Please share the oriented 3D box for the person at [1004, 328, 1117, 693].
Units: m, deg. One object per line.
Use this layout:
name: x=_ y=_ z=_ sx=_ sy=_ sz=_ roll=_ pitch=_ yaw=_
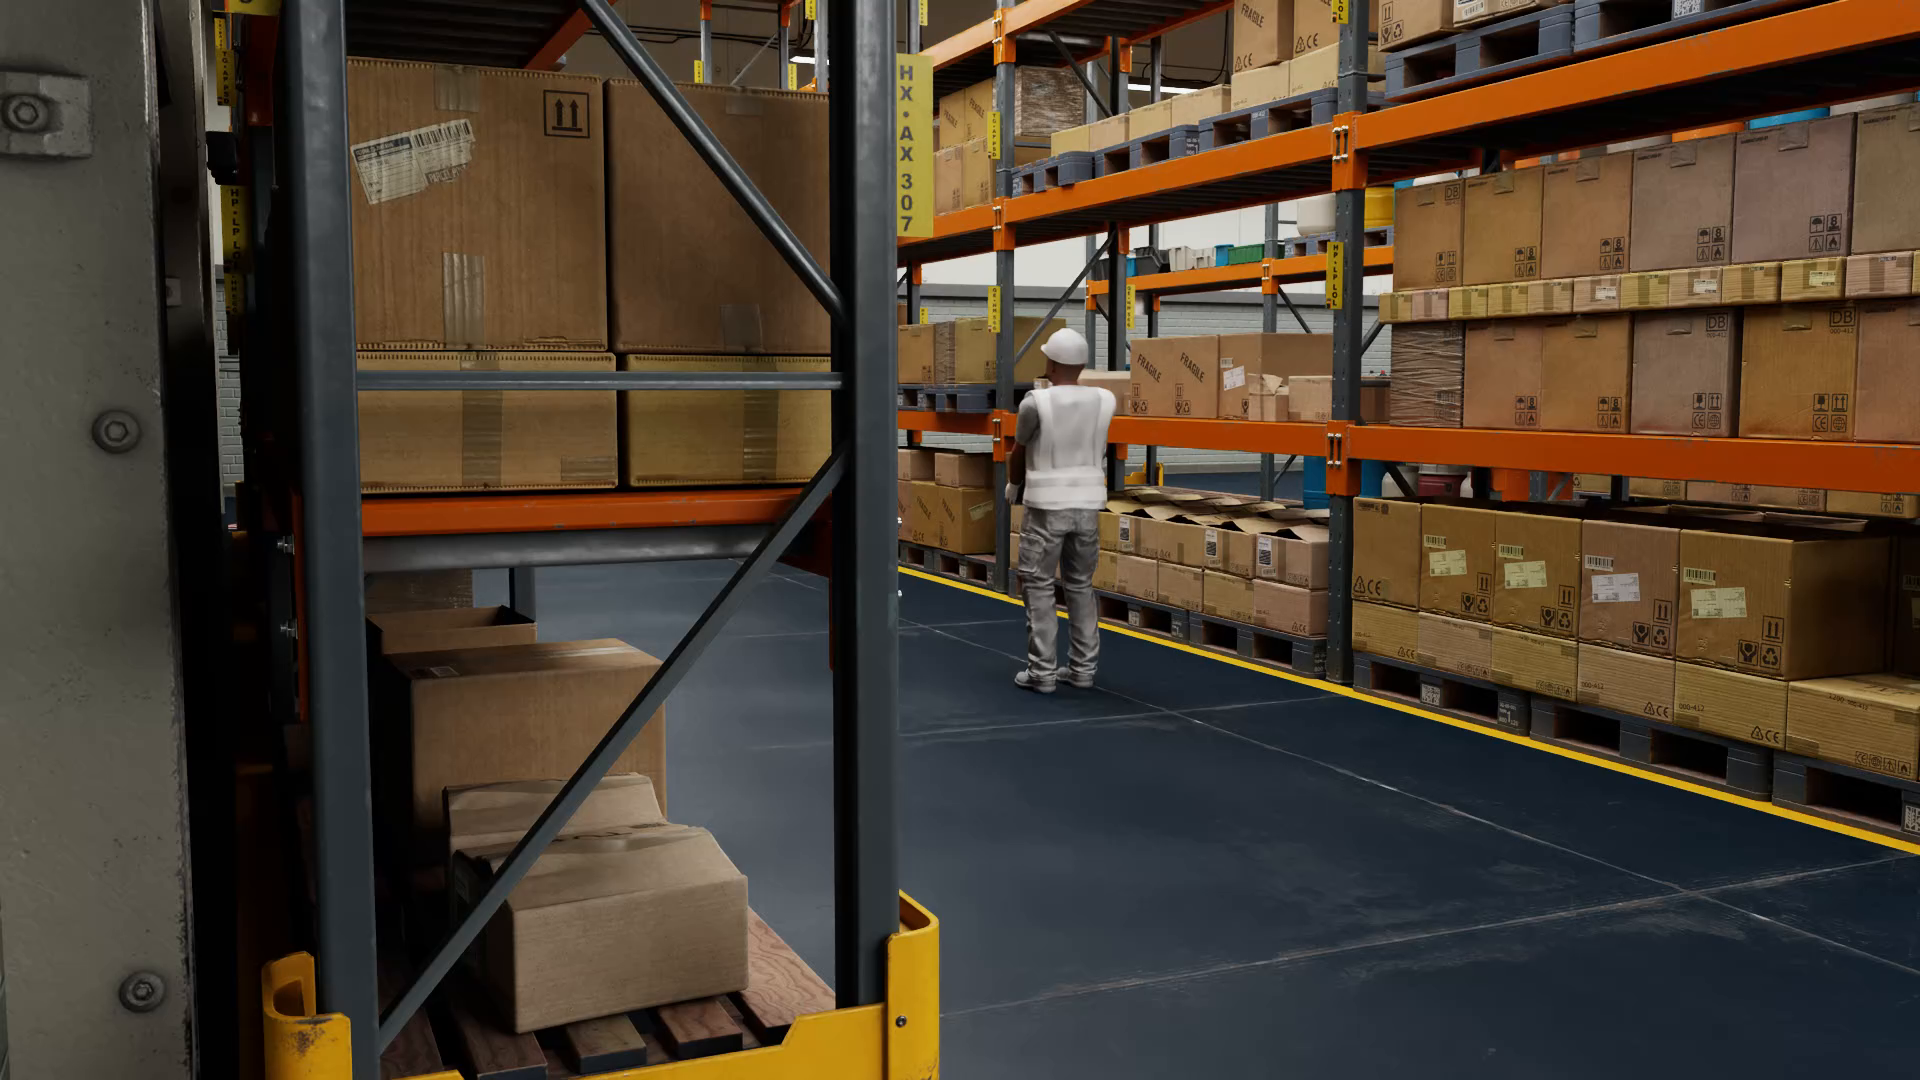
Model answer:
person: x=0.459 y=-0.153 z=8.276 sx=0.487 sy=1.778 sz=0.584 roll=-2 pitch=6 yaw=-24
